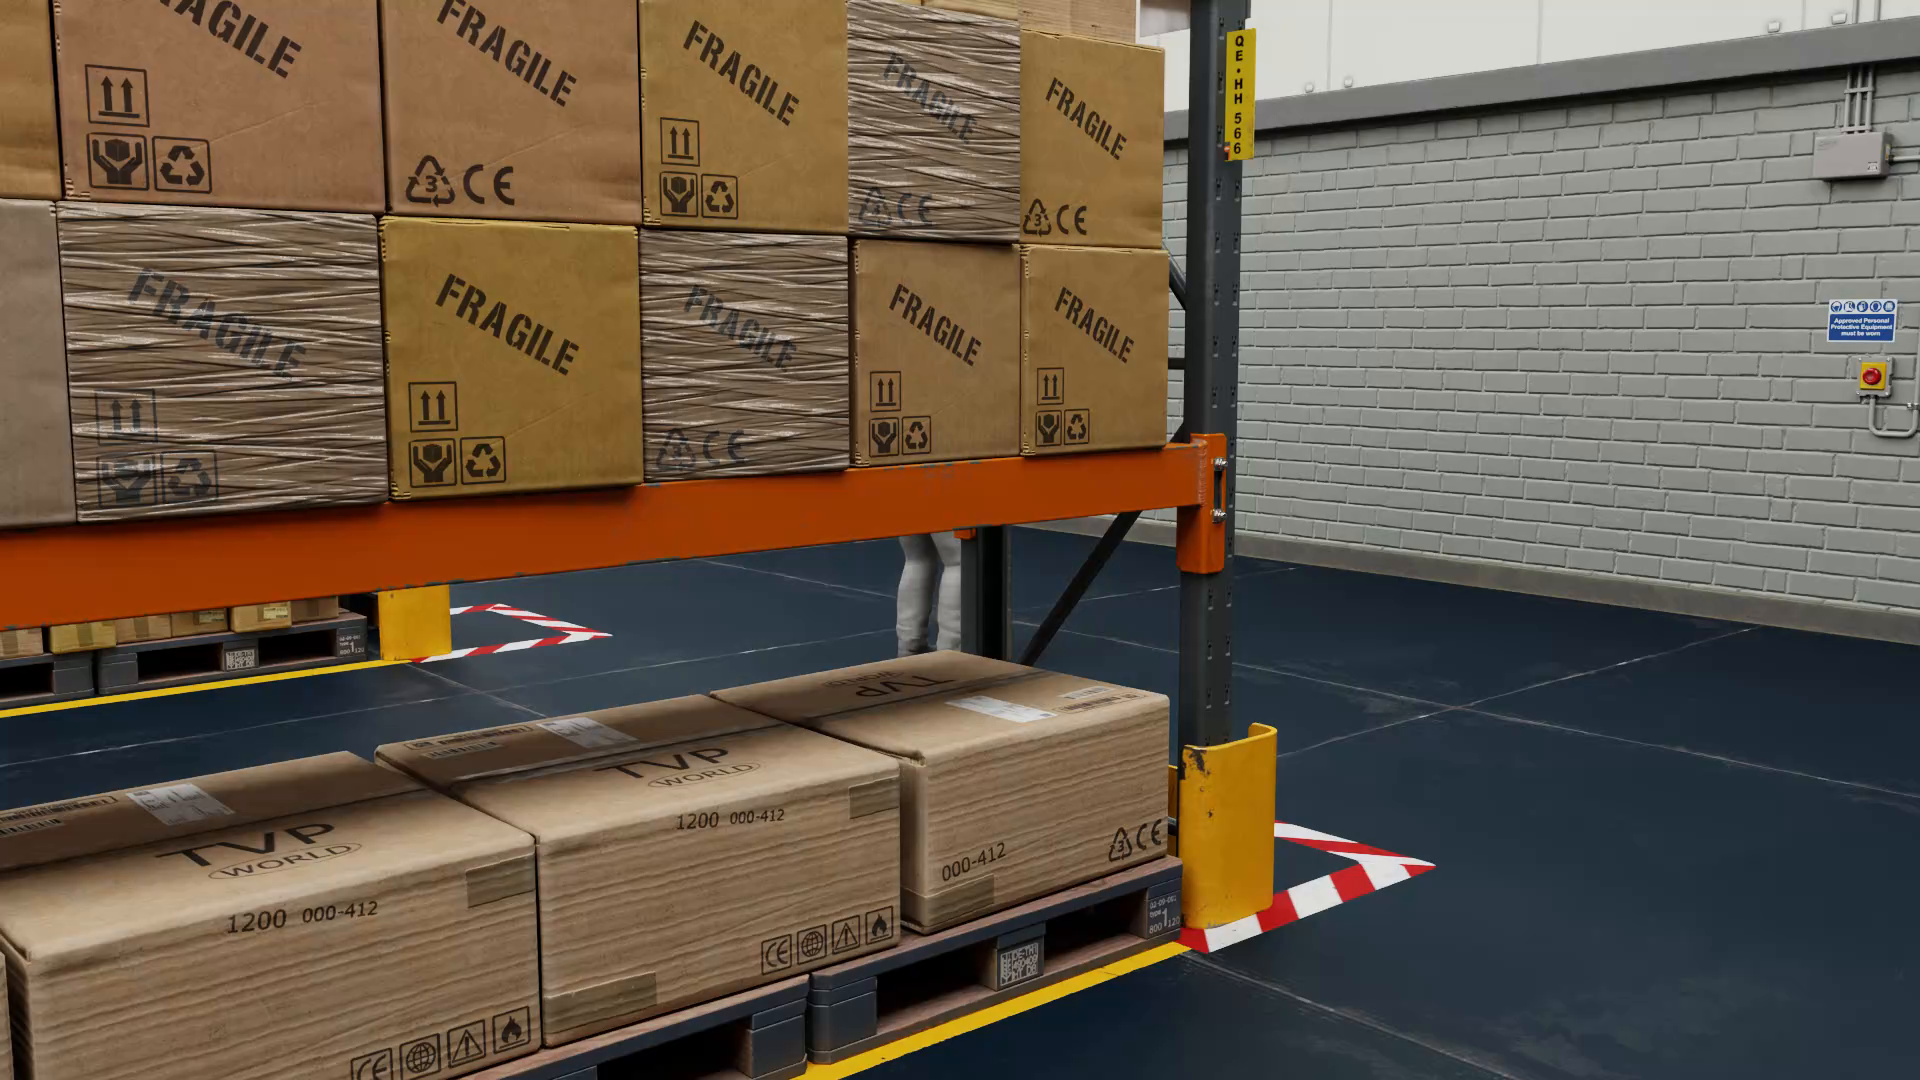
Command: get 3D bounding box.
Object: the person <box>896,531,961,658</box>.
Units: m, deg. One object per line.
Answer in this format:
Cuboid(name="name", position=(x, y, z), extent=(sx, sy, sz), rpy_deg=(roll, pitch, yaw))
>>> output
Cuboid(name="person", position=(-0.130, -0.261, 7.780), extent=(0.436, 1.746, 0.589), rpy_deg=(-7, 10, -43))
